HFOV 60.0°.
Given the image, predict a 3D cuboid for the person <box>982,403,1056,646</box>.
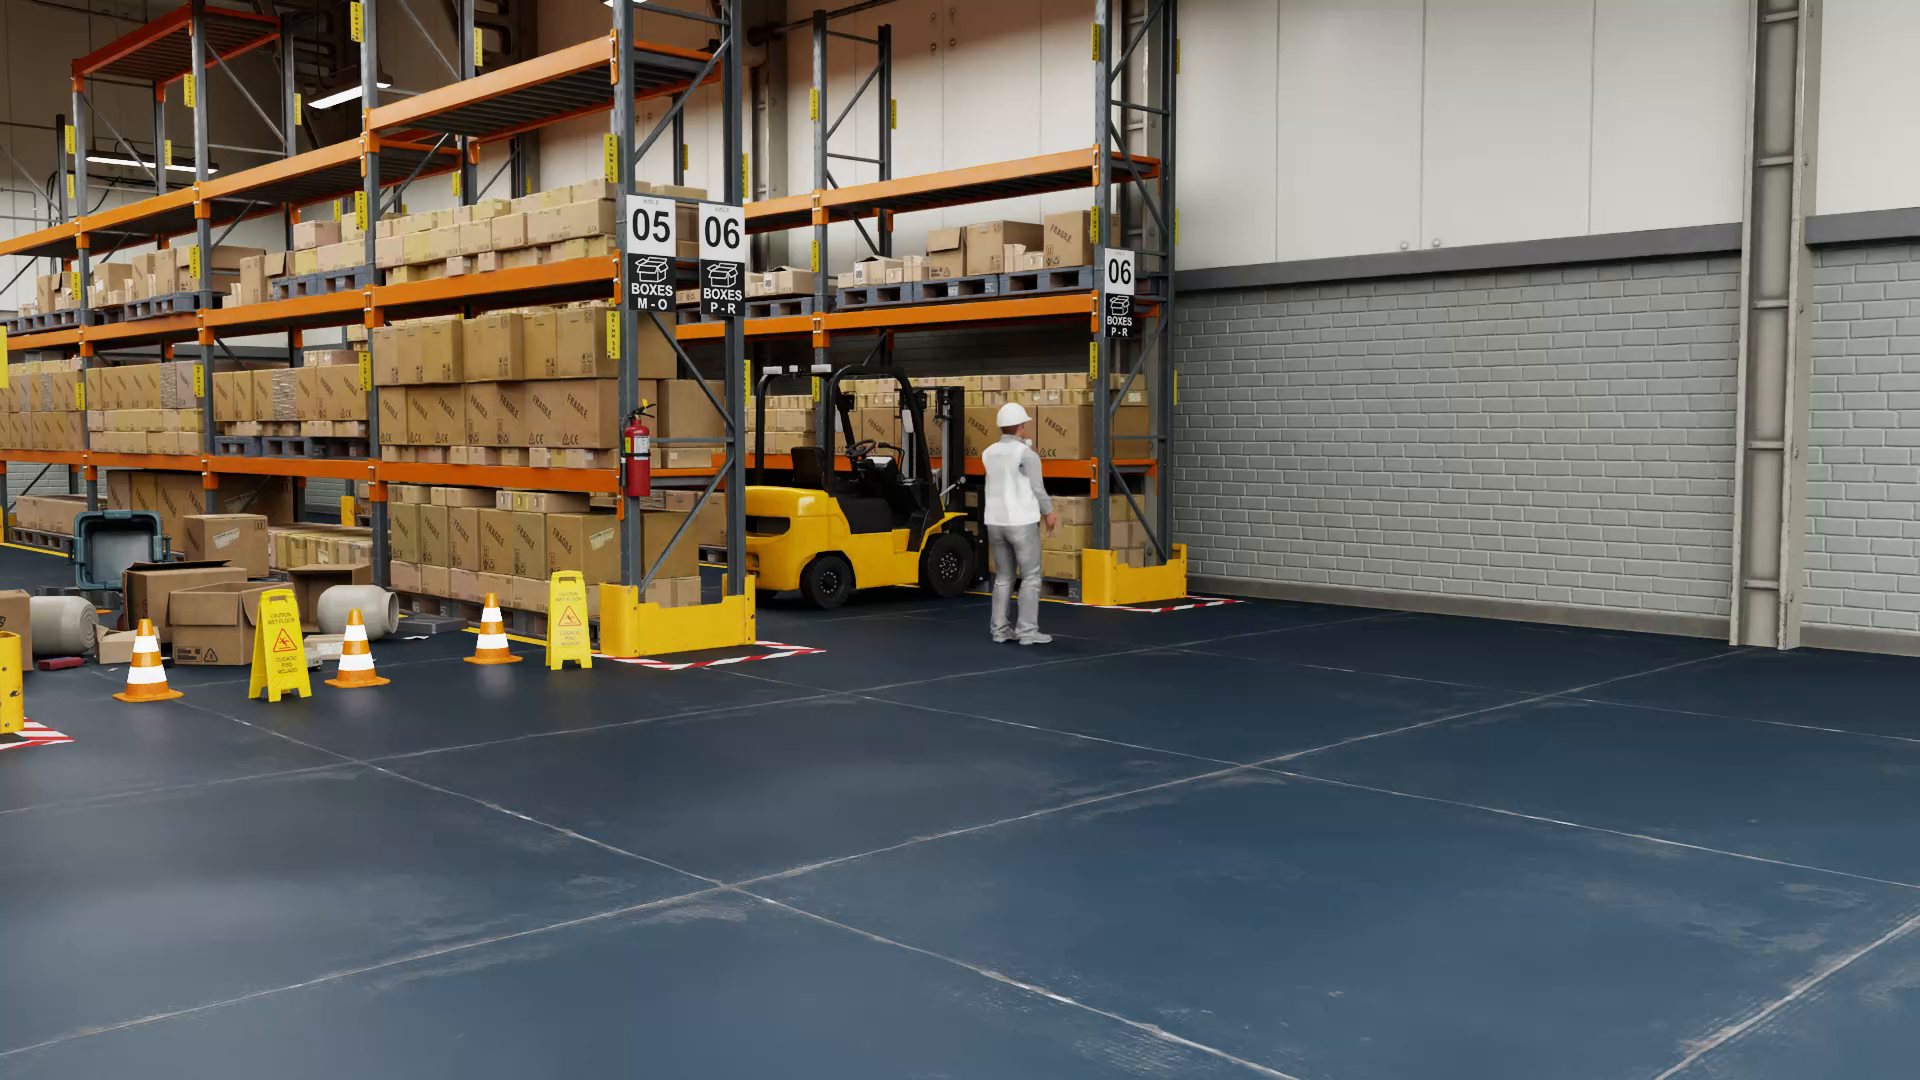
[{"bbox_3d":[0.441,-0.125,12.366,0.513,1.779,0.536,-4,5,-44],"label":"person"}]
